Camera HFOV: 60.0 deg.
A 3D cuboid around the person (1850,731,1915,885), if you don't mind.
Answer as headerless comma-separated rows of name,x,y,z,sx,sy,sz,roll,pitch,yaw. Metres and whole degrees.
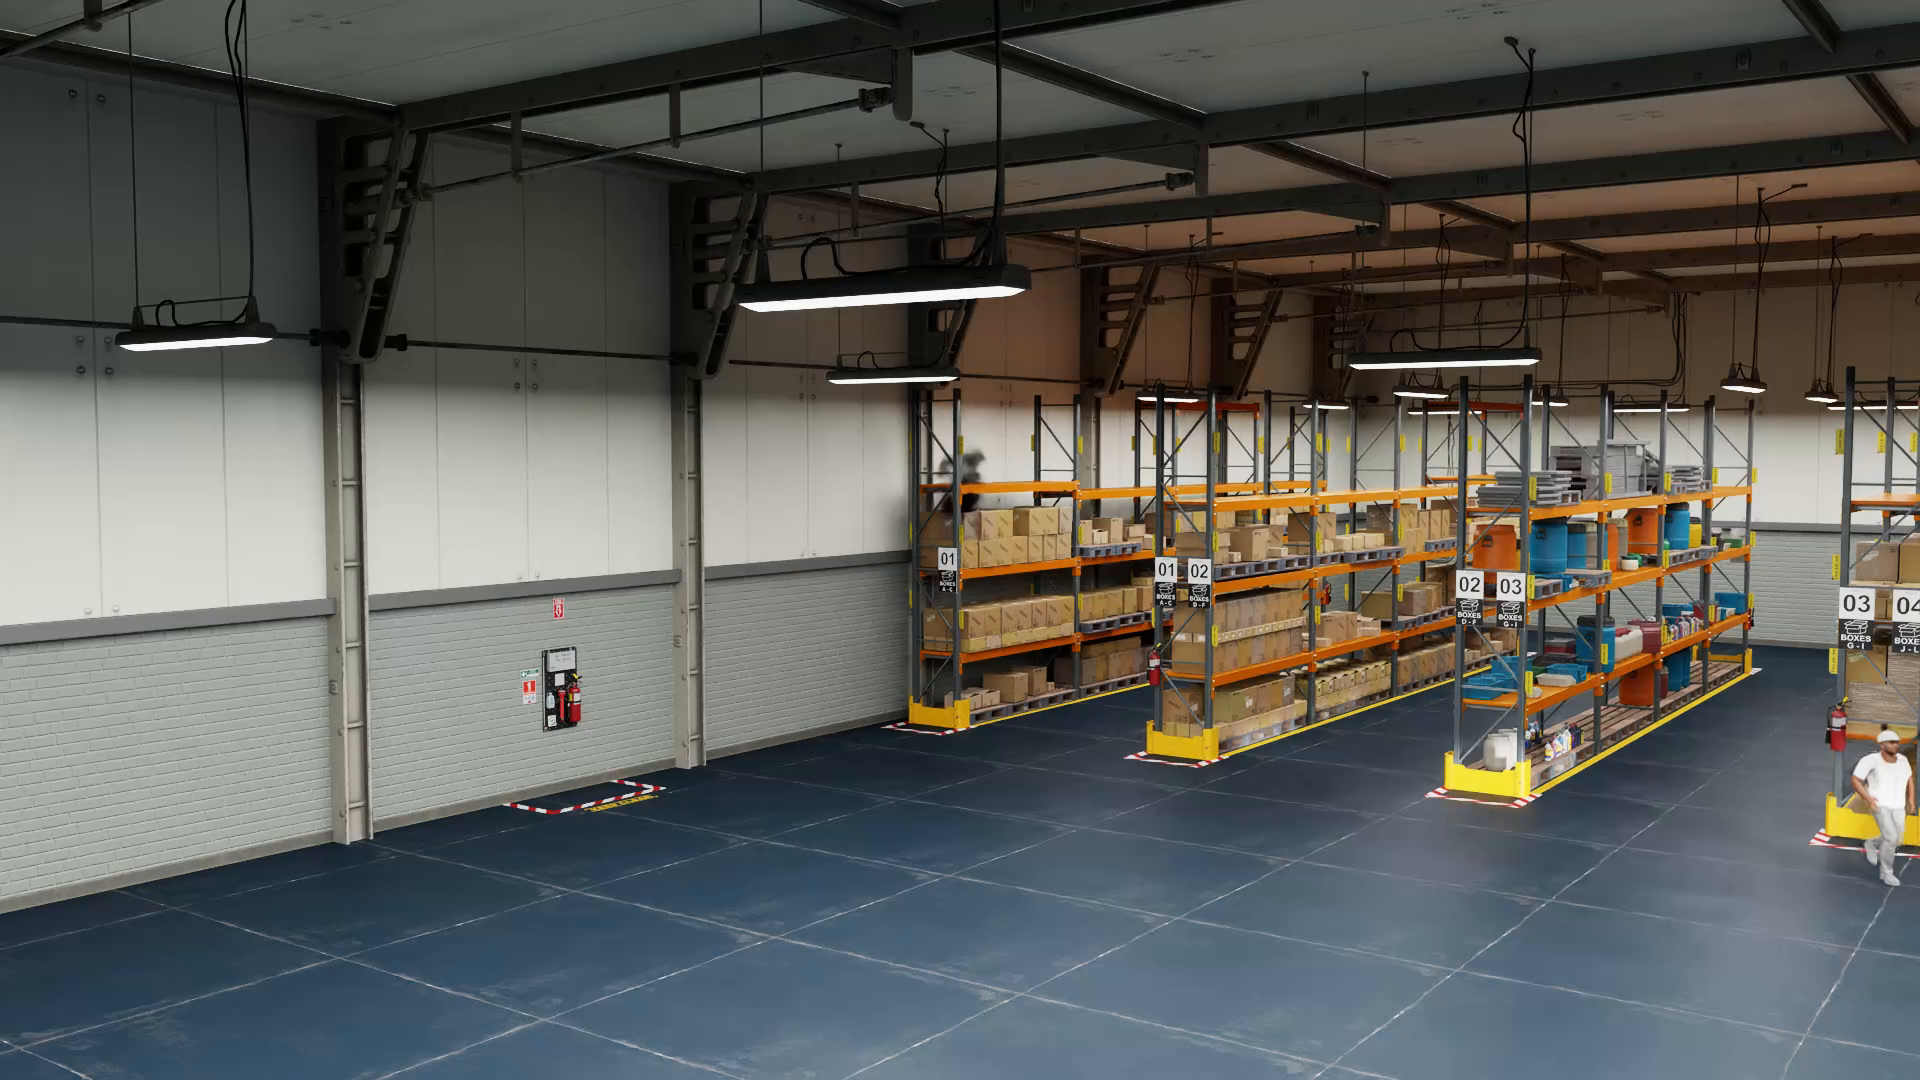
person,10.655,3.050,19.209,0.729,1.735,0.722,0,3,-8
